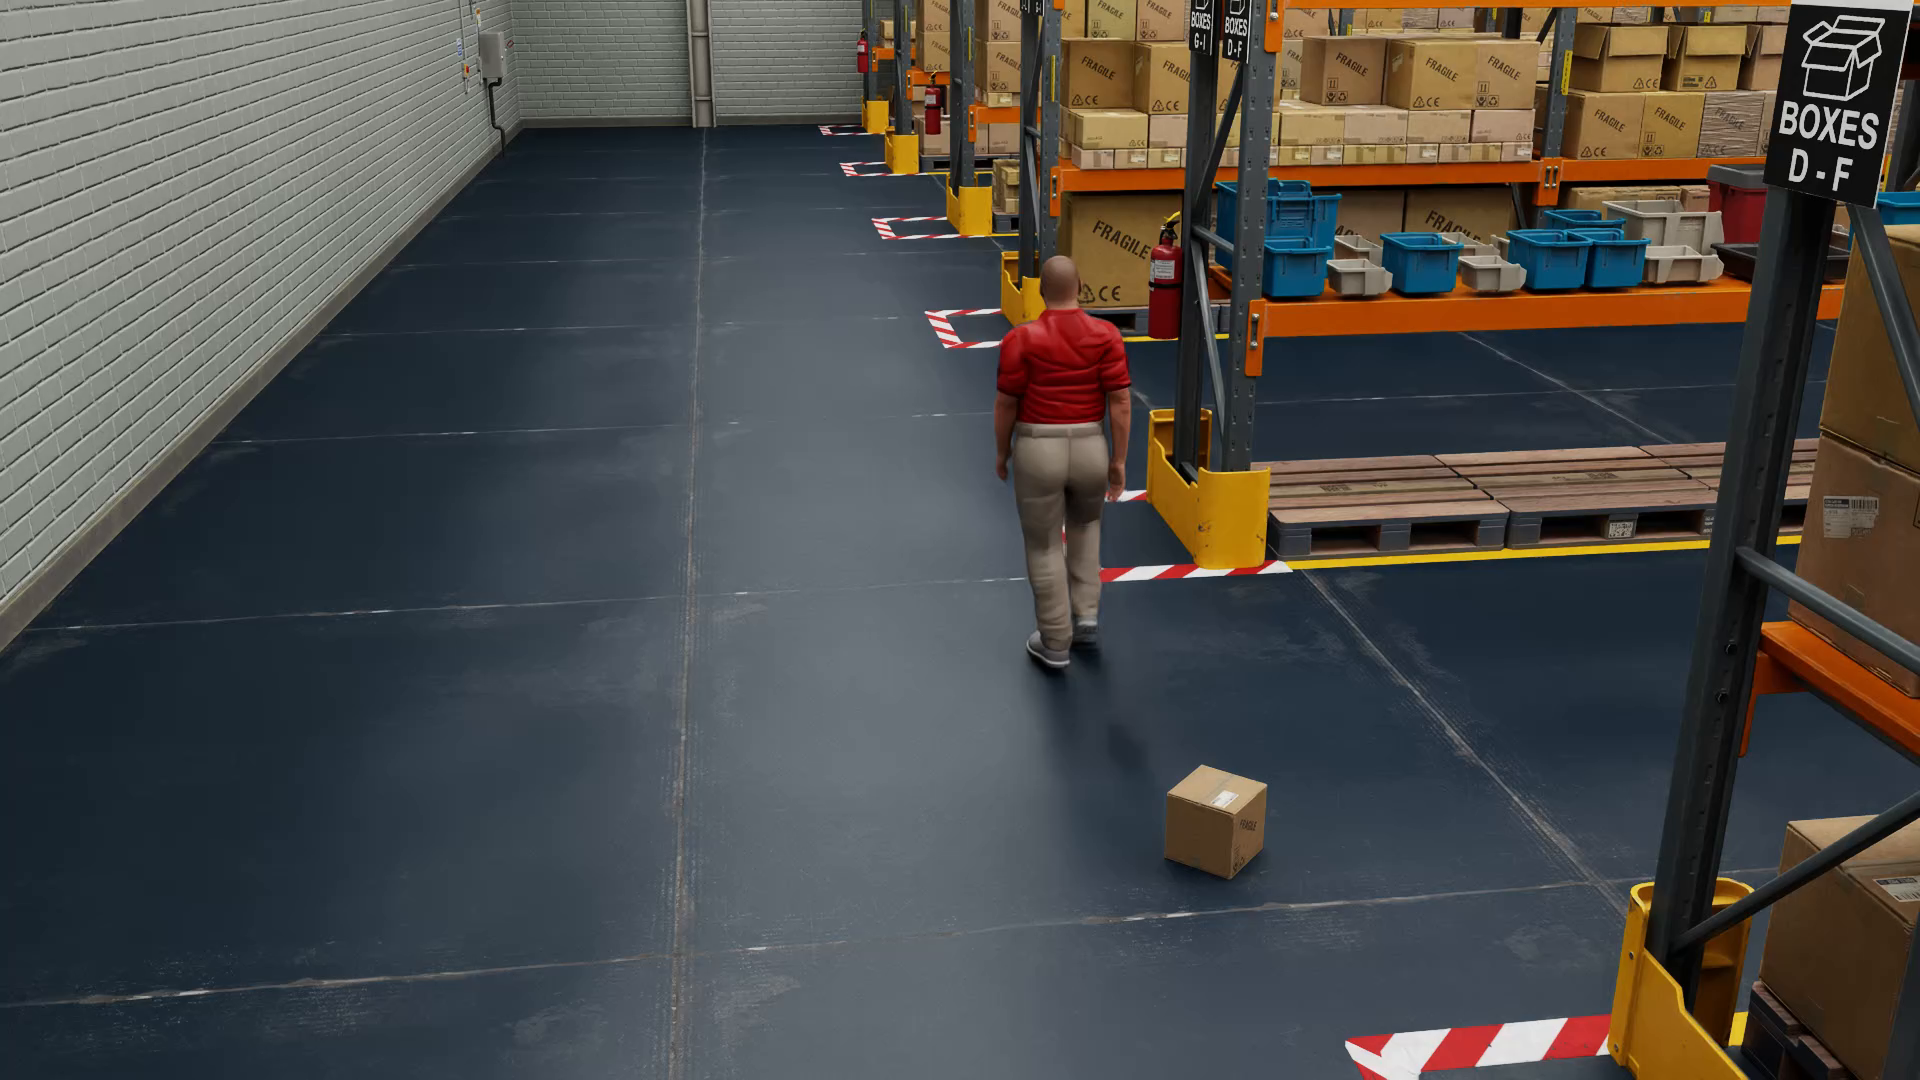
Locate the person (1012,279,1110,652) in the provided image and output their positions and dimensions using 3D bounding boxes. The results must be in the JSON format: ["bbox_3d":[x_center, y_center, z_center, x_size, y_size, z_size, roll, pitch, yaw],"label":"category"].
[{"bbox_3d":[0.429,-0.340,6.960,0.442,1.541,0.504,-4,20,-11],"label":"person"}]
